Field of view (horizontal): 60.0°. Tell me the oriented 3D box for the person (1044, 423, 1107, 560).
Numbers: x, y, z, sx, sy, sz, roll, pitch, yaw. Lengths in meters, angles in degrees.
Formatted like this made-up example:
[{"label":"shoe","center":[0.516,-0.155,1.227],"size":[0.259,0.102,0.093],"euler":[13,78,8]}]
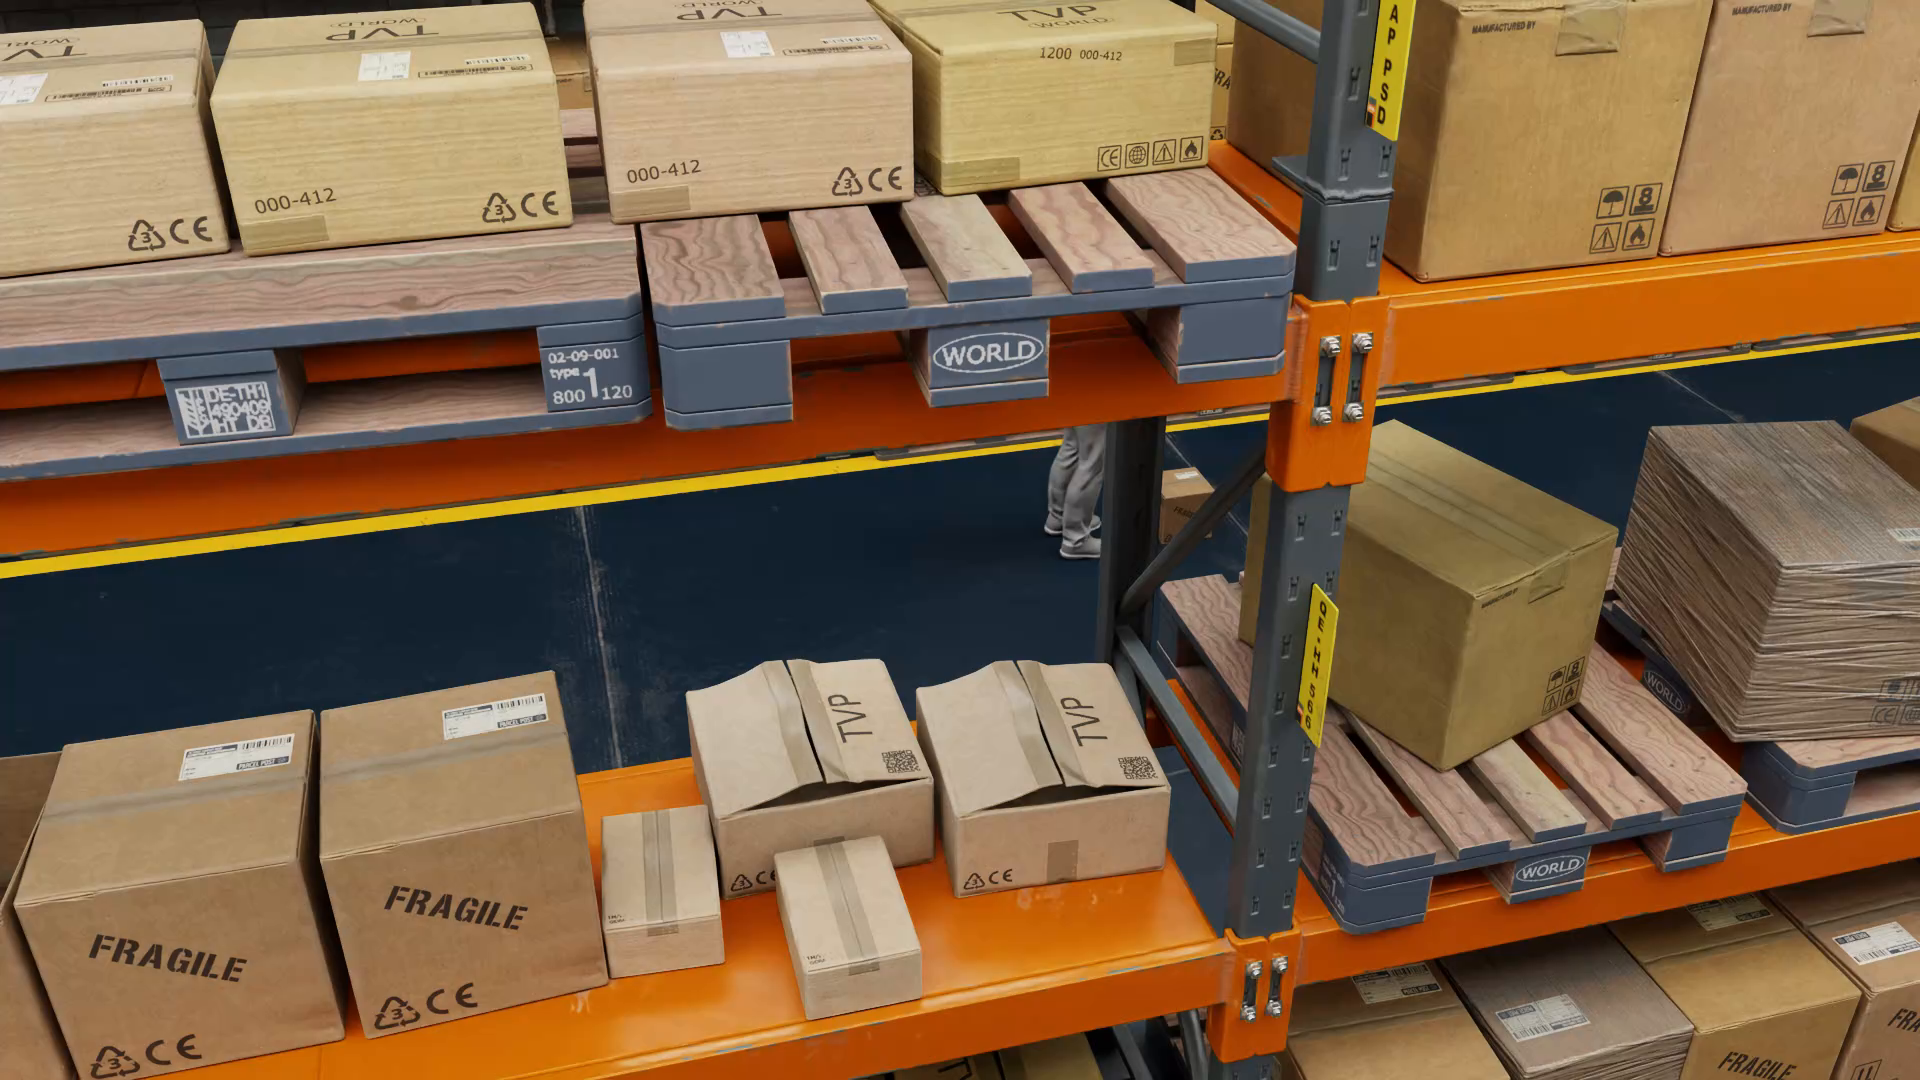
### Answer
[{"label":"person","center":[0.566,-0.718,7.345],"size":[0.343,1.680,0.468],"euler":[-7,31,-12]}]
